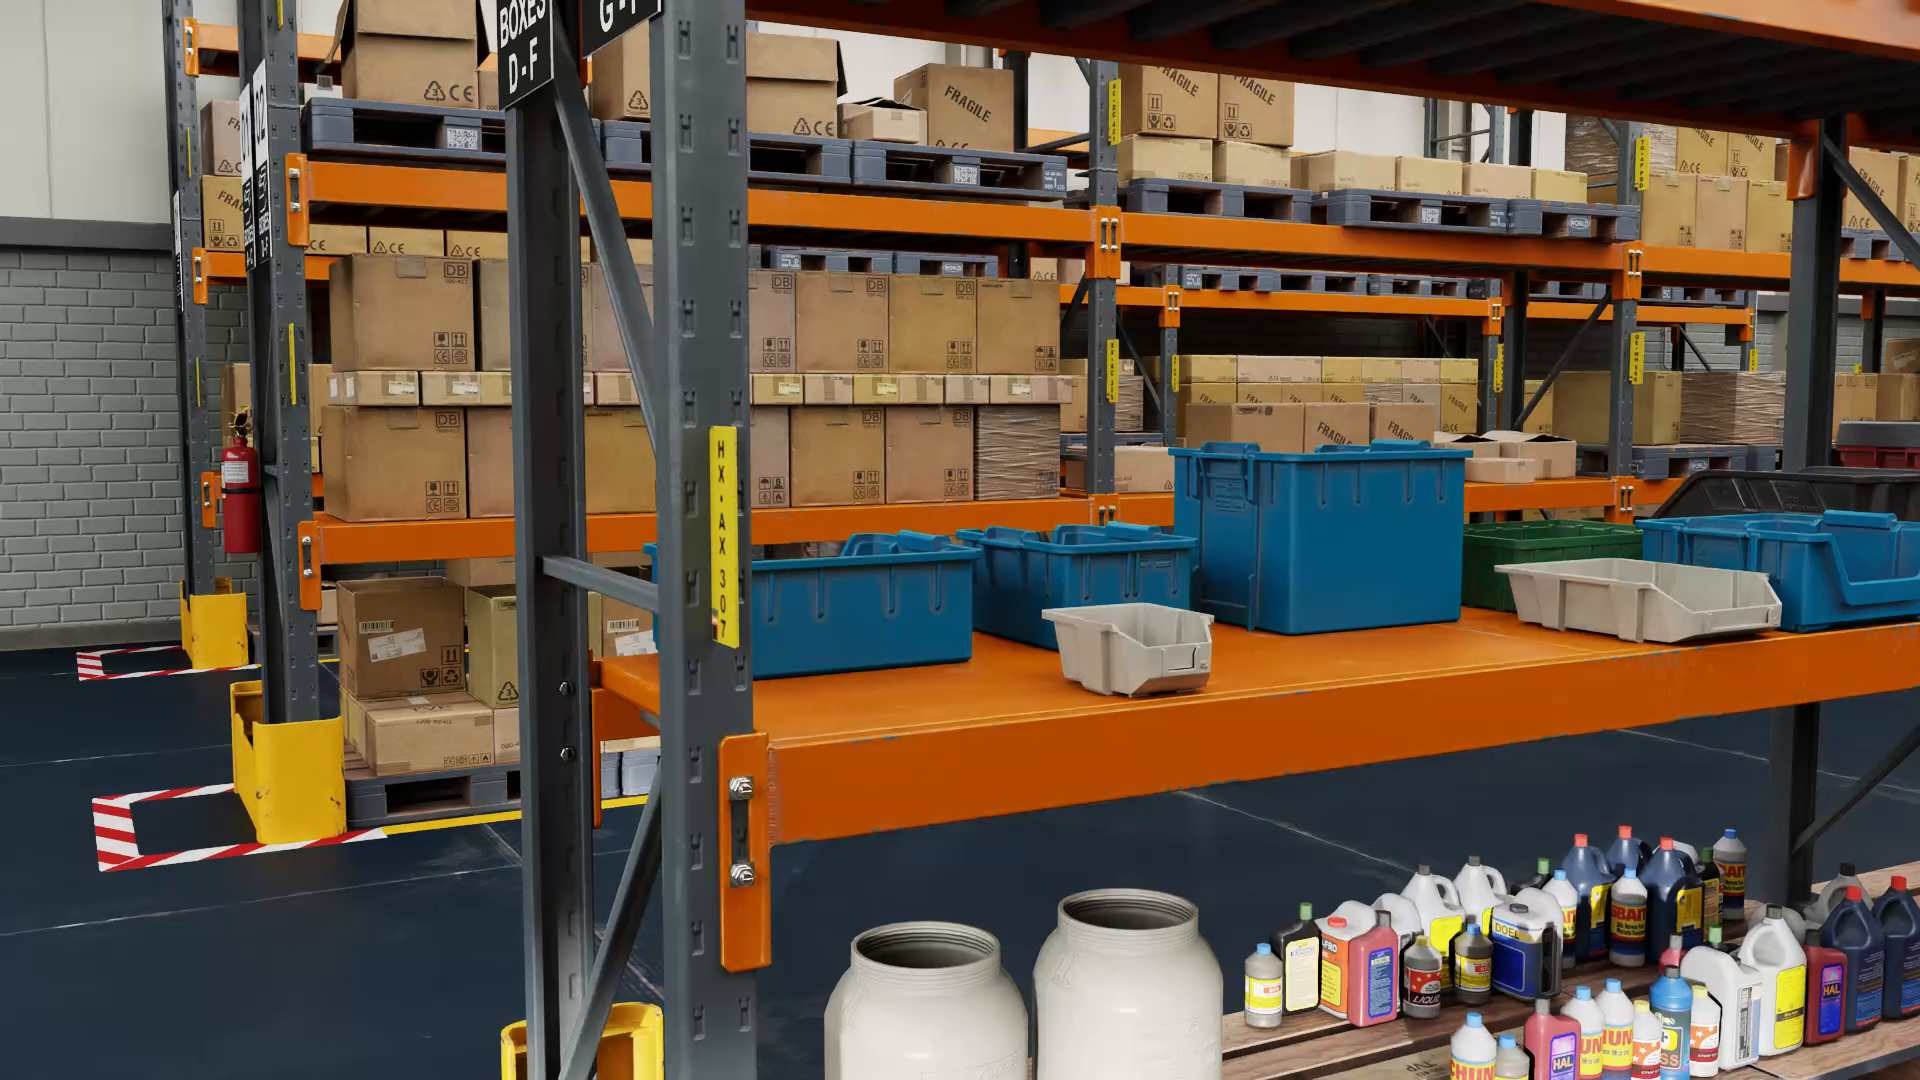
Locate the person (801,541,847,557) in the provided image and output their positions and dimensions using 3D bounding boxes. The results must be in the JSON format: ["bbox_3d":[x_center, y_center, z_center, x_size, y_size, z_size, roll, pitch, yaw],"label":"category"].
[{"bbox_3d":[-0.838,-0.065,11.897,0.637,1.761,0.460,-3,6,-30],"label":"person"}]
